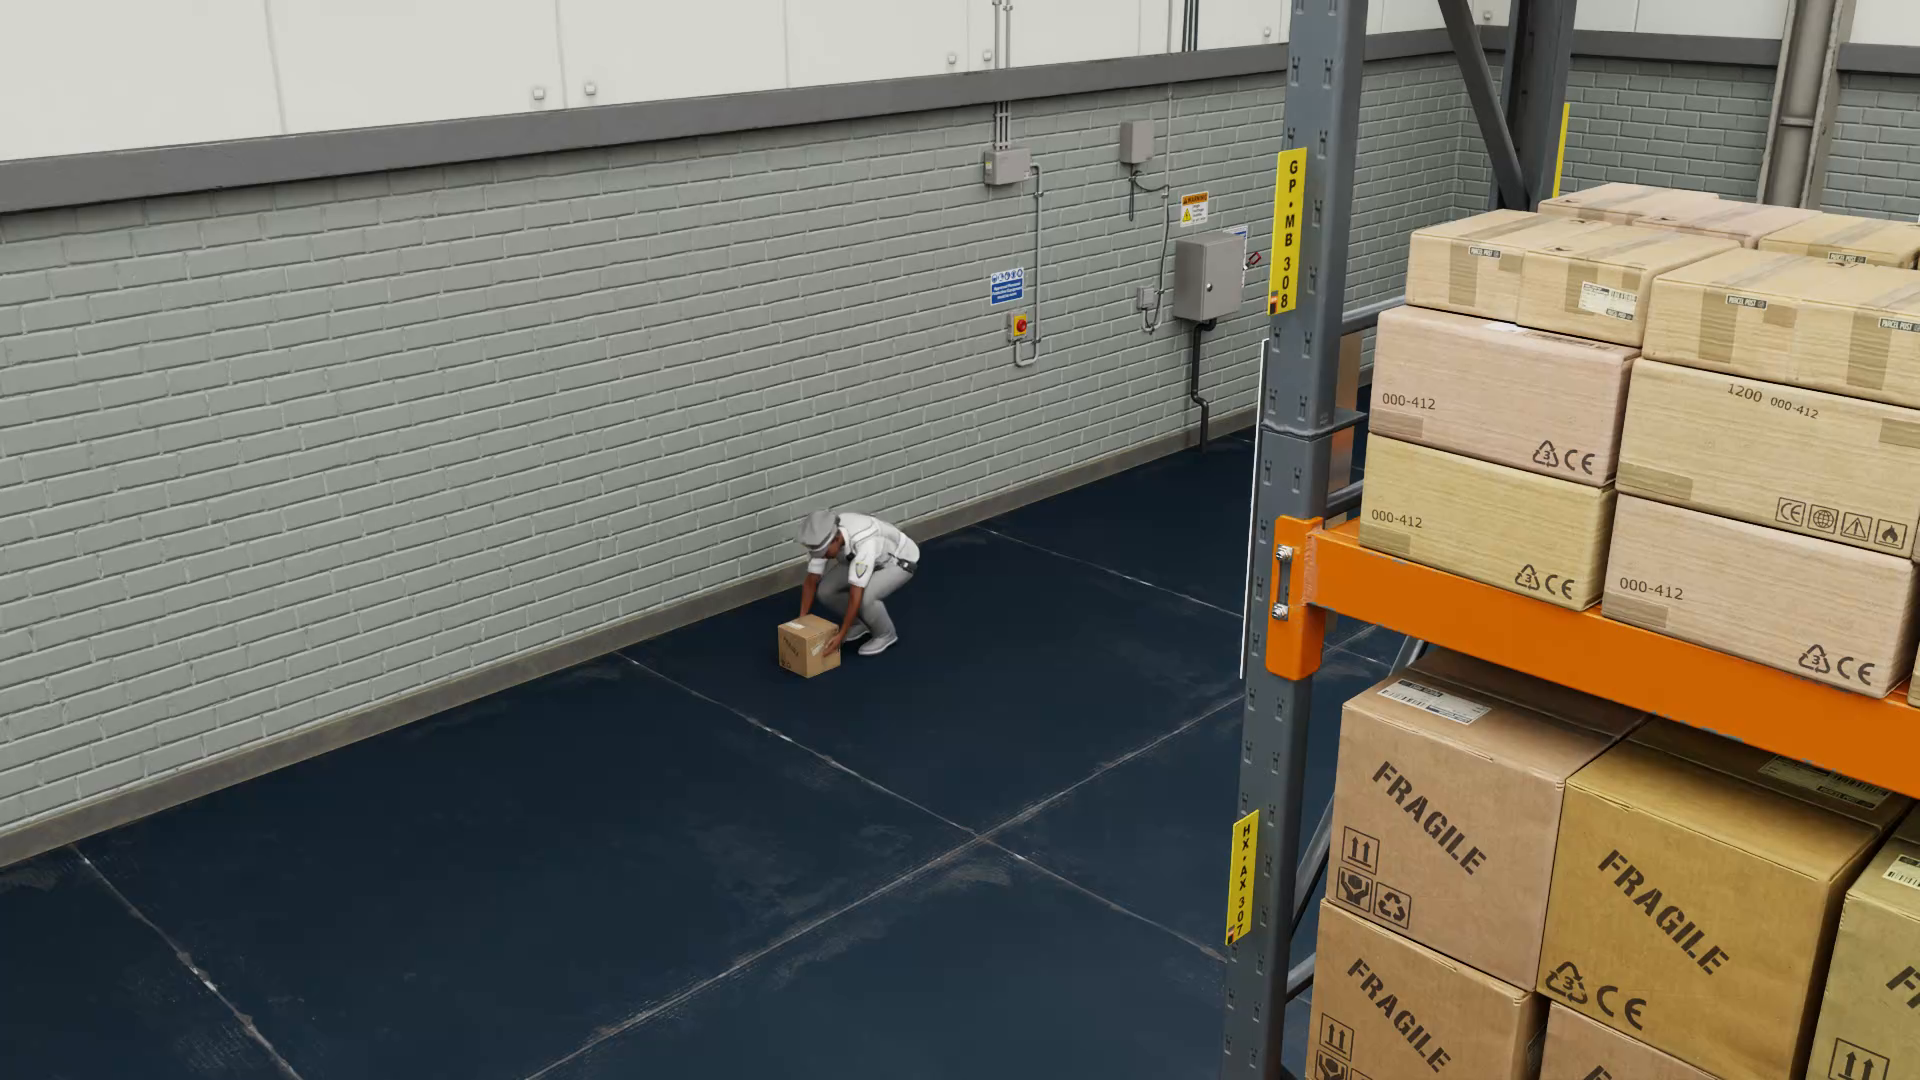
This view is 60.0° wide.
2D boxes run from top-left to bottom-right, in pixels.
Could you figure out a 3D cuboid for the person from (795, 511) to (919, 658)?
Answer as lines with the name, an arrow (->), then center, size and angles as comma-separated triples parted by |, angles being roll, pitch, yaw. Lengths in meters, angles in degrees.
person -> -0.604, 0.204, 9.588 | 0.482, 0.930, 0.862 | 19, 28, 41
